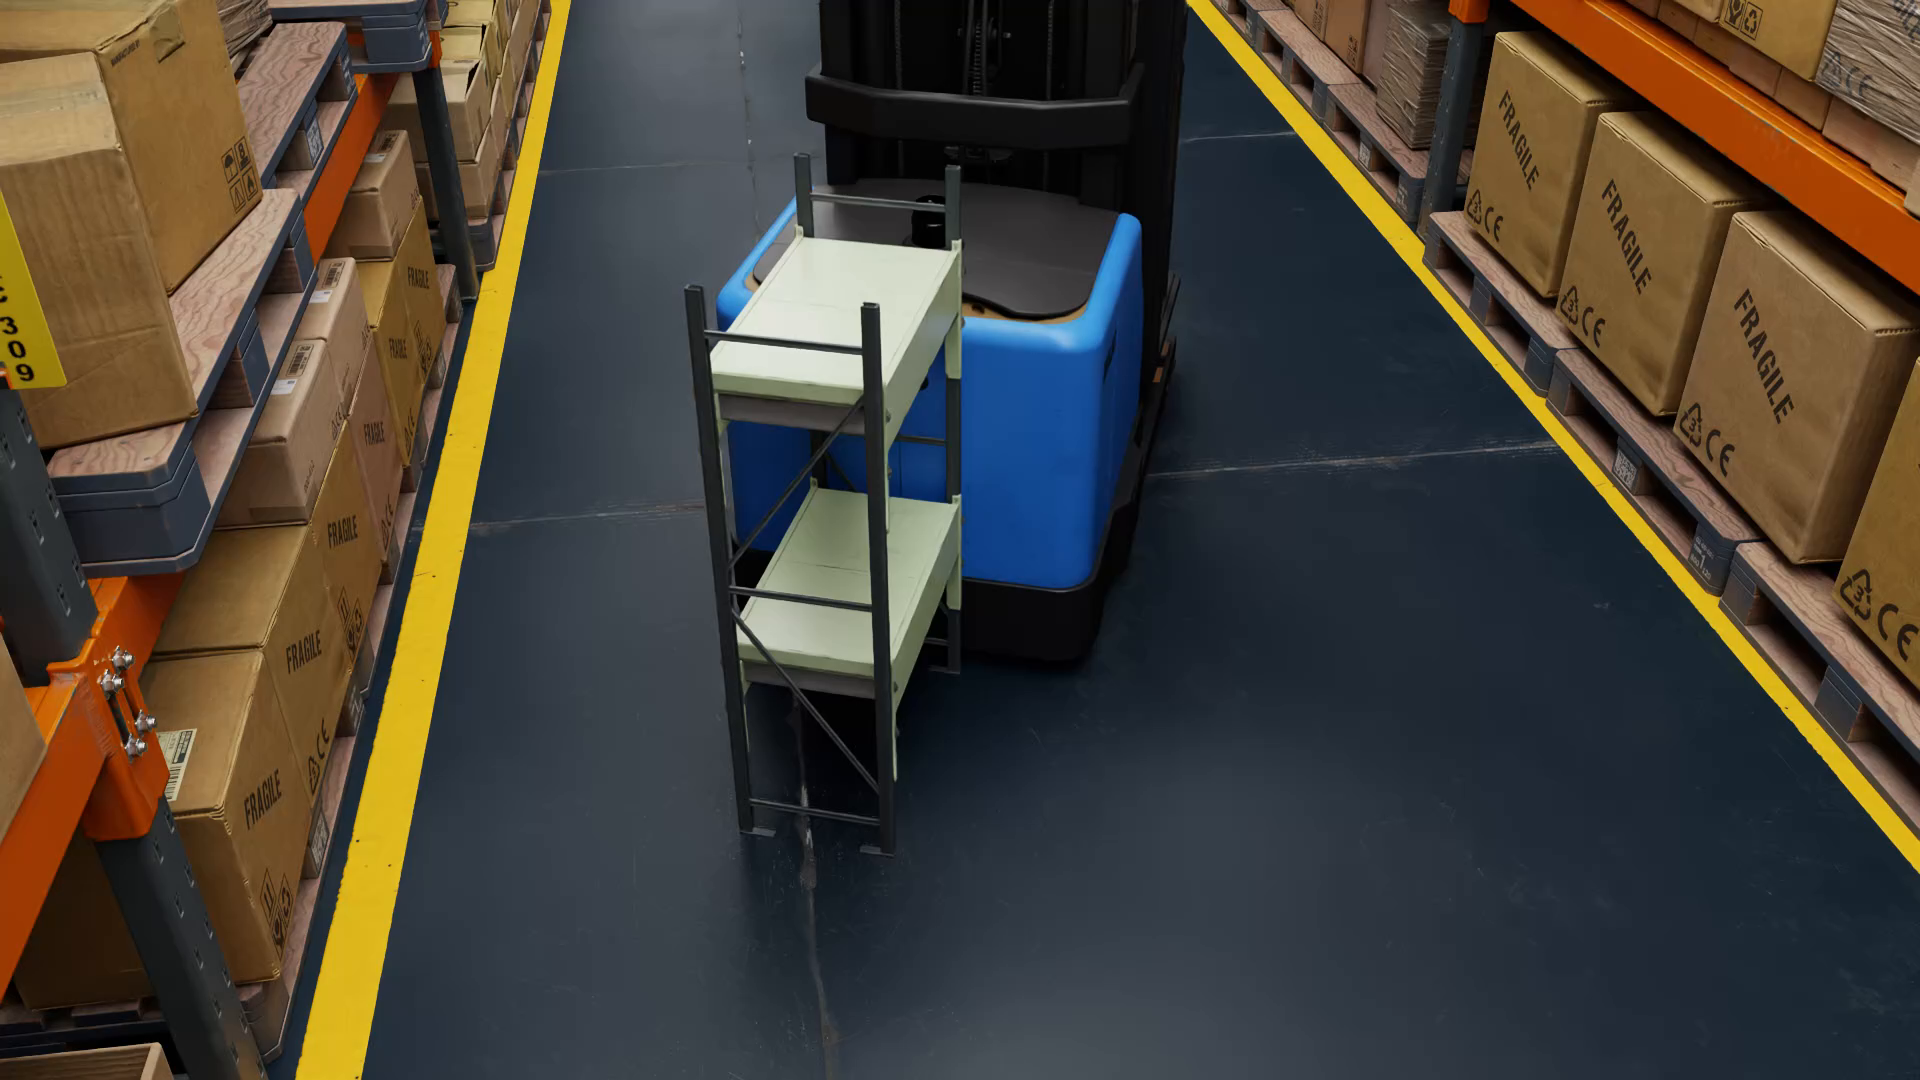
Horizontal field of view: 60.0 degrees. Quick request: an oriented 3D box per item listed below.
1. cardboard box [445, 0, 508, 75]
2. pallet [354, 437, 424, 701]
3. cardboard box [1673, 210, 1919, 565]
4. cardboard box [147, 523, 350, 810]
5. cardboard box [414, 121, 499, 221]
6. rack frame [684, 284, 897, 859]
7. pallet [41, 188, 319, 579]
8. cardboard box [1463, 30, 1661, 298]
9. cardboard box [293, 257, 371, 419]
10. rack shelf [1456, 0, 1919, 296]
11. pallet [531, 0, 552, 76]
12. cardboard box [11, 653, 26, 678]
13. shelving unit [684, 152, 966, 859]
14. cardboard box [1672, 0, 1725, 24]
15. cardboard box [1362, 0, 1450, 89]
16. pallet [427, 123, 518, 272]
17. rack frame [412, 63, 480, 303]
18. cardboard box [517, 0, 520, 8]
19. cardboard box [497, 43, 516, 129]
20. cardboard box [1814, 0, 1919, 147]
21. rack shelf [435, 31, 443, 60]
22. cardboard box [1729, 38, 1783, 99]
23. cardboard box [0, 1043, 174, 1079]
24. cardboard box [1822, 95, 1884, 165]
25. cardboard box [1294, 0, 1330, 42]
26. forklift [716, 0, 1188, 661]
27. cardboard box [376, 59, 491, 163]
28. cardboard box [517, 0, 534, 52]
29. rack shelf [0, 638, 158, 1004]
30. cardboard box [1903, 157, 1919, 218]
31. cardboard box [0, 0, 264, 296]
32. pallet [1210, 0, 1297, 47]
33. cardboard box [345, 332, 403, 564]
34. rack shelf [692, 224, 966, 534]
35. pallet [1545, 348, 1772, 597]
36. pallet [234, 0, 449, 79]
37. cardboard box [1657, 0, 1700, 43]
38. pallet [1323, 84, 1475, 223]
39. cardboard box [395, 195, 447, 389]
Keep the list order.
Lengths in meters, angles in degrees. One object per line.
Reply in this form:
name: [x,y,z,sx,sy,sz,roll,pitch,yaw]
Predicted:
cardboard box: [-2.359,-2.348,7.602,0.500,0.311,0.500,-5,35,-8]
pallet: [-2.210,0.064,4.968,1.003,0.211,1.213,-4,35,-6]
cardboard box: [2.673,-0.466,4.806,0.750,0.750,0.750,-3,34,-5]
cardboard box: [-1.802,0.311,3.959,0.500,0.500,0.500,-4,34,-6]
cardboard box: [-2.213,-1.539,6.913,0.500,0.250,0.500,-4,35,-7]
rack frame: [-0.355,0.135,3.720,0.400,1.500,0.023,7,35,10]
pallet: [-1.895,-0.330,3.241,1.003,0.211,1.213,-4,35,-6]
cardboard box: [2.443,-1.429,6.219,0.750,0.750,0.750,-5,35,-7]
cardboard box: [-1.922,-0.540,4.542,0.500,0.250,0.500,-5,35,-7]
rack shelf: [2.743,-1.151,4.914,1.077,0.370,4.000,-4,35,-6]
pallet: [-2.834,-2.859,9.257,1.003,0.211,1.213,-4,35,-6]
cardboard box: [-2.305,0.366,3.878,0.500,0.500,0.500,-4,35,-6]
shelving unit: [-0.275,-0.066,4.015,0.431,1.500,0.755,7,35,10]
cardboard box: [2.413,-1.876,4.969,0.500,0.500,0.500,-5,35,-7]
cardboard box: [2.372,-2.407,7.948,0.700,0.500,0.500,-4,35,-6]
pallet: [-2.506,-1.497,7.259,1.003,0.211,1.213,-4,35,-6]
rack frame: [-2.434,-2.187,5.795,1.000,3.000,0.127,-4,35,-6]
cardboard box: [-2.492,-2.915,8.435,0.500,0.311,0.500,-4,35,-7]
cardboard box: [-2.358,-2.109,7.749,0.500,0.250,0.500,-5,35,-8]
cardboard box: [2.563,-1.308,4.135,0.500,0.500,0.500,-4,35,-6]
rack shelf: [-2.703,-3.006,7.636,1.077,0.370,4.000,-4,35,-6]
cardboard box: [2.506,-1.412,4.864,0.380,0.149,0.250,-4,34,-6]
cardboard box: [-1.538,1.193,2.665,0.500,0.500,0.500,-4,35,-6]
cardboard box: [2.559,-1.116,4.429,0.380,0.149,0.250,-5,35,-8]
cardboard box: [2.199,-2.963,8.764,0.700,0.500,0.500,-4,34,-6]
forklift: [0.172,-1.699,5.140,1.130,2.935,3.031,7,35,10]
cardboard box: [-2.213,-1.770,6.755,0.500,0.311,0.500,-3,34,-5]
cardboard box: [-2.493,-2.679,8.586,0.500,0.250,0.500,-4,34,-5]
rack shelf: [-1.627,1.459,1.085,1.077,0.370,4.000,-4,35,-6]
cardboard box: [2.545,-0.834,4.015,0.380,0.149,0.250,-4,35,-6]
cardboard box: [-1.893,-0.830,3.342,0.700,0.500,0.500,1,34,1]
pallet: [2.042,-3.210,9.772,1.003,0.211,1.213,-4,35,-6]
cardboard box: [-1.930,-0.250,4.783,0.500,0.500,0.500,-6,35,-8]
rack shelf: [-0.275,-0.388,3.795,0.431,0.370,0.720,7,35,10]
pallet: [2.666,-0.287,5.484,1.003,0.211,1.213,-4,35,-6]
pallet: [-2.273,-1.735,5.302,1.213,0.211,1.003,-4,35,-6]
cardboard box: [2.466,-1.696,5.281,0.380,0.149,0.250,-4,34,-5]
pallet: [2.371,-1.848,7.774,1.003,0.211,1.213,-4,35,-6]
cardboard box: [-2.076,-0.832,5.636,0.500,0.500,0.500,-3,34,-5]
